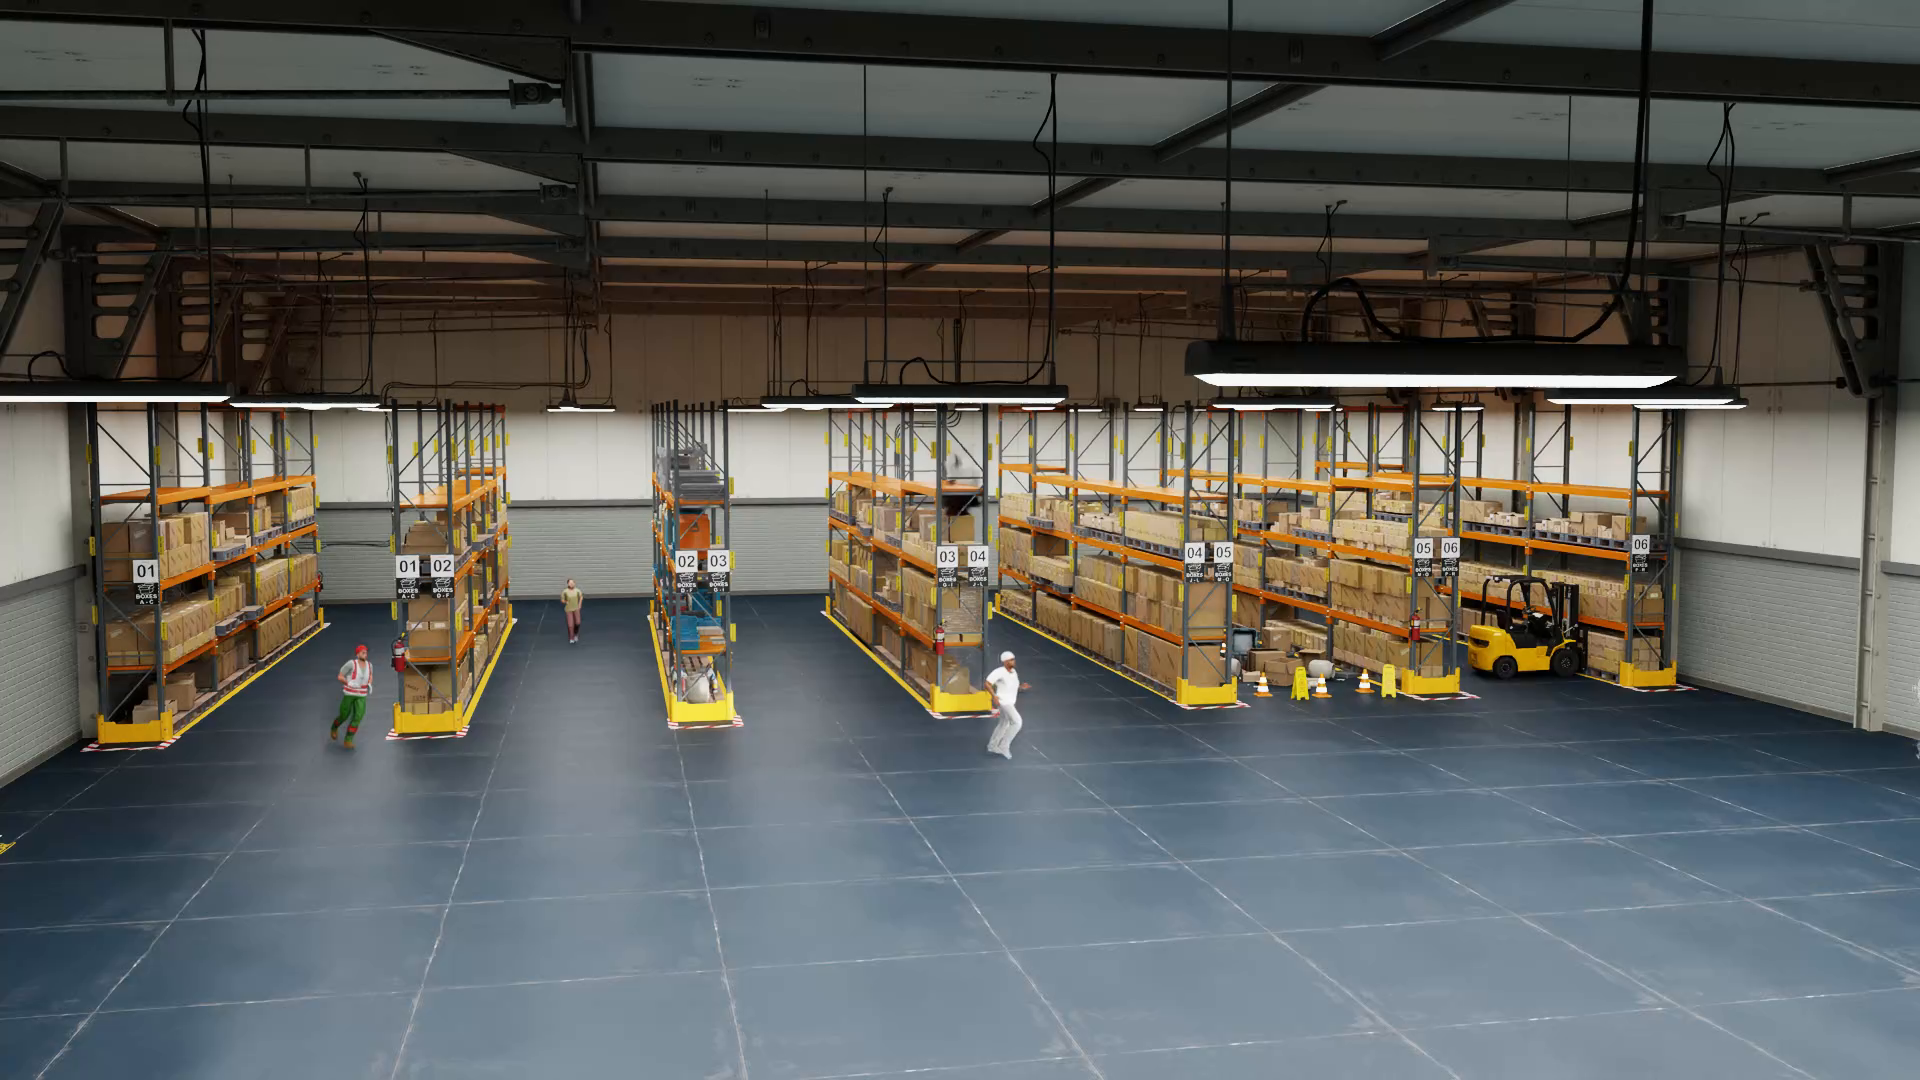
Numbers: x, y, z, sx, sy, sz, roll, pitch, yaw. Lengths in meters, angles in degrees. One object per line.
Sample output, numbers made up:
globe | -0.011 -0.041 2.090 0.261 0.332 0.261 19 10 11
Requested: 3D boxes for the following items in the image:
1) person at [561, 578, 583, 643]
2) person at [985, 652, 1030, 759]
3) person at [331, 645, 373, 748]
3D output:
person | -9.657 1.769 41.461 0.559 1.629 0.584 -2 5 -20
person | 0.807 2.760 27.863 0.718 1.800 0.664 2 5 21
person | -10.487 2.684 28.881 0.686 1.734 0.915 -4 6 -41
